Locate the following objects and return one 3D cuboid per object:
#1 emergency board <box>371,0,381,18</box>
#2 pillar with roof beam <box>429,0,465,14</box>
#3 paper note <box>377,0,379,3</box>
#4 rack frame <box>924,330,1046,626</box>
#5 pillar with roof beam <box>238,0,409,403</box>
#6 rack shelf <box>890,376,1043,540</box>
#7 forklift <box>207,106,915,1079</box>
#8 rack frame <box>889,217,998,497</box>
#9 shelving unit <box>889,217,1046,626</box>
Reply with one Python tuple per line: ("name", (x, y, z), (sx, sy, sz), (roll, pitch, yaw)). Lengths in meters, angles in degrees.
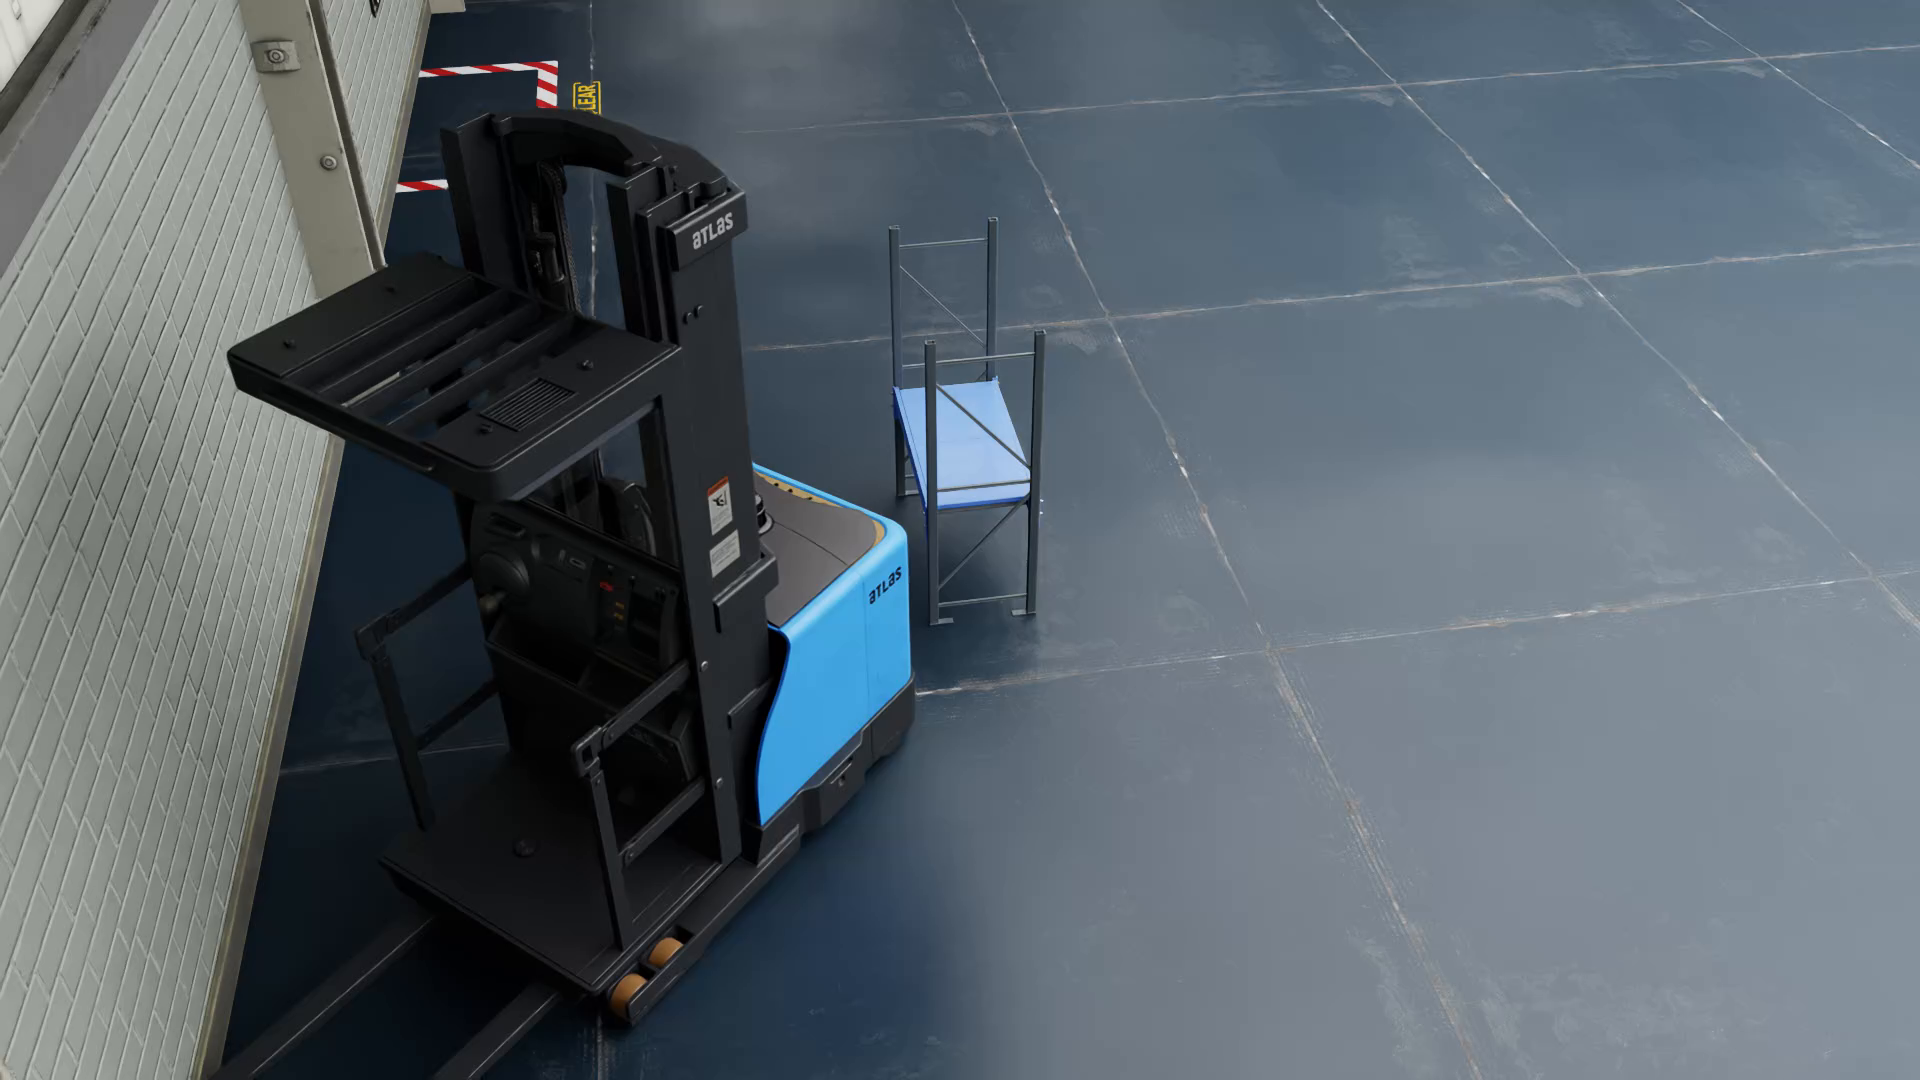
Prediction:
("emergency board", (-3.914, -4.168, 11.070), (0.157, 1.169, 0.626), (-6, 38, -8))
("pillar with roof beam", (-0.054, -8.505, 11.762), (9.100, 9.000, 0.400), (-6, 38, -8))
("paper note", (-3.934, -3.713, 11.203), (0.016, 0.148, 0.142), (-6, 38, -8))
("rack frame", (0.104, -0.234, 7.228), (0.500, 1.500, 0.032), (-6, 38, -8))
("pillar with roof beam", (0.997, -4.881, 7.097), (9.100, 9.000, 0.400), (-6, 38, -8))
("rack shelf", (0.015, -0.399, 7.734), (0.538, 0.185, 1.000), (-6, 38, -8))
("forklift", (-1.424, 0.224, 5.473), (1.130, 2.935, 3.031), (22, 43, 26))
("rack frame", (-0.074, -0.848, 8.019), (0.500, 1.500, 0.032), (-6, 38, -8))
("shelving unit", (0.015, -0.541, 7.623), (0.538, 1.500, 1.048), (-6, 38, -8))
